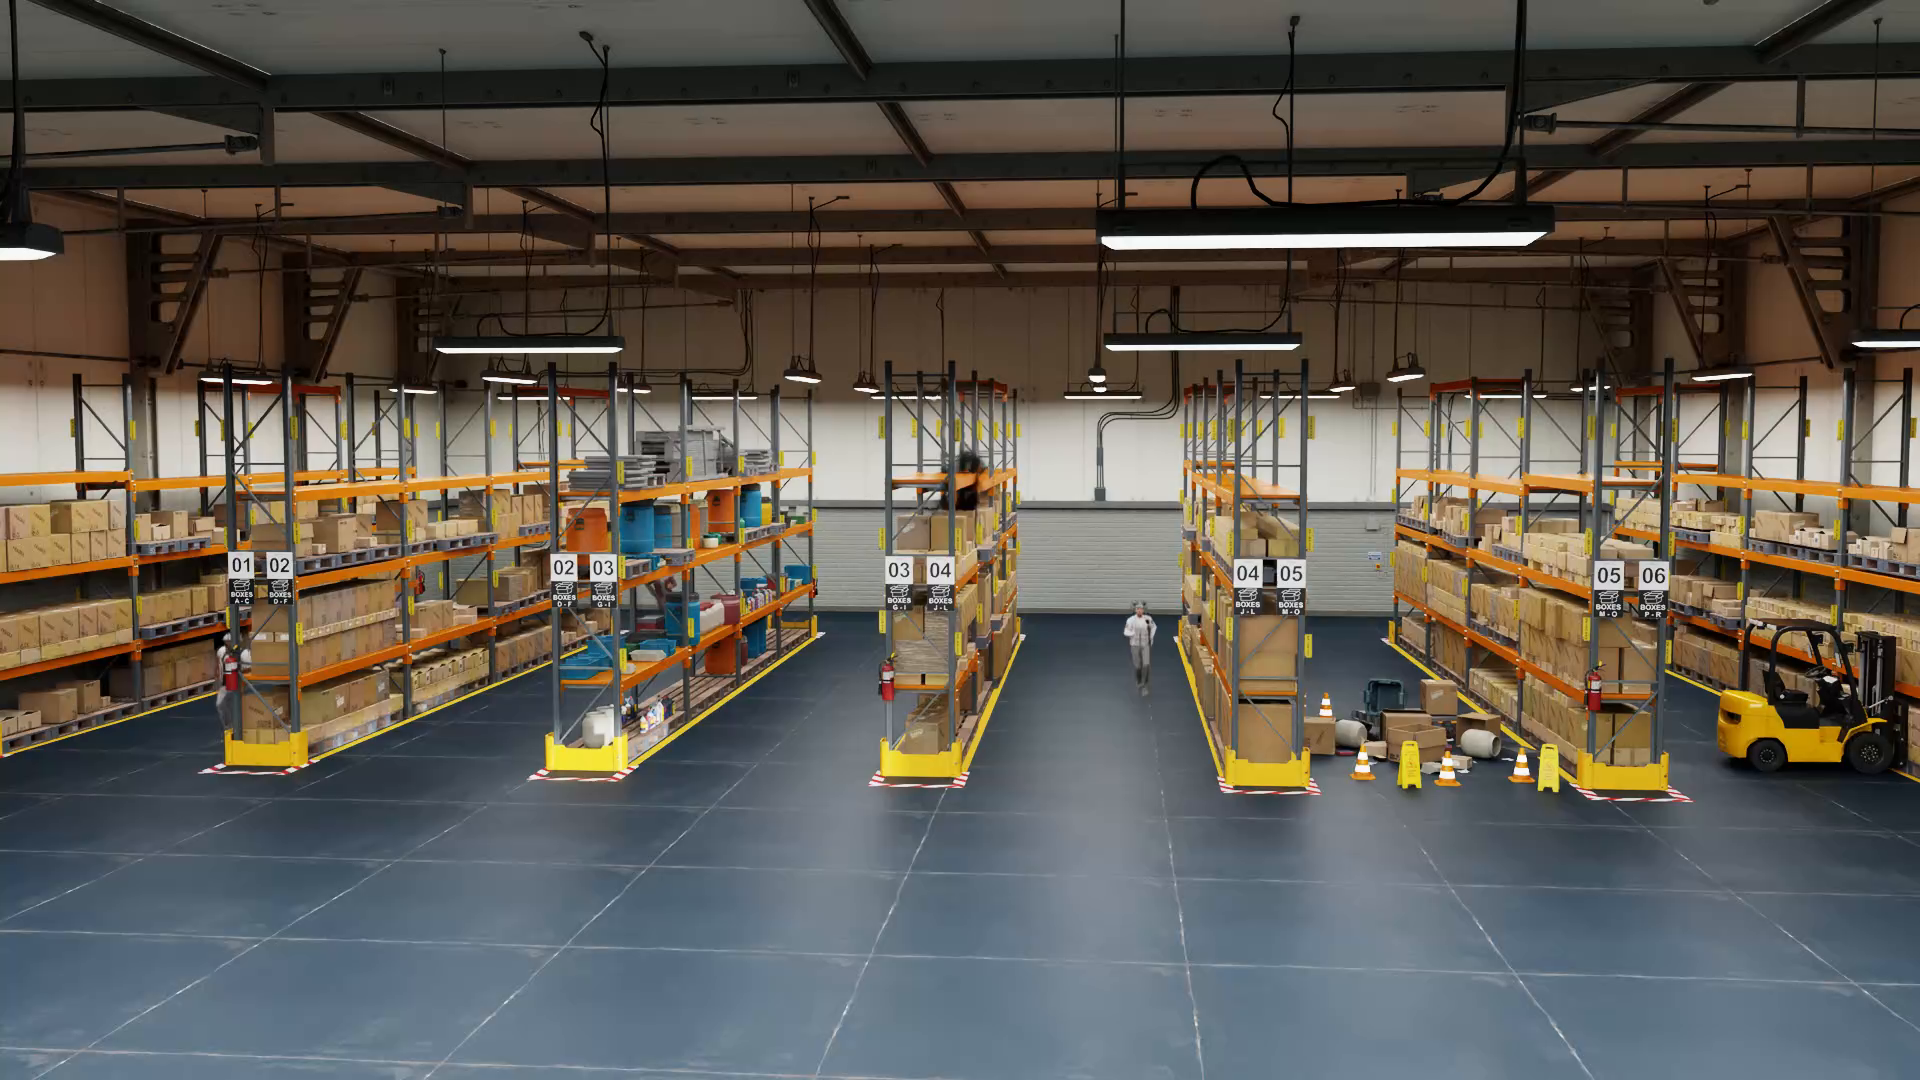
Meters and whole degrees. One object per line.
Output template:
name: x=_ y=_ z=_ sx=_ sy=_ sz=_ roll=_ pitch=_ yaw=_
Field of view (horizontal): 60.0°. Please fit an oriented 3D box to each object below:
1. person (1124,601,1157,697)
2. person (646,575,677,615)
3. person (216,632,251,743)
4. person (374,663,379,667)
person: x=3.296 y=1.967 z=30.415 sx=0.594 sy=1.723 sz=0.755 roll=0 pitch=4 yaw=6
person: x=-7.253 y=1.459 z=40.515 sx=0.714 sy=1.776 sz=0.970 roll=-2 pitch=4 yaw=-27
person: x=-11.735 y=2.364 z=26.867 sx=0.729 sy=1.785 sz=0.835 roll=0 pitch=4 yaw=4
person: x=-11.988 y=1.960 z=33.846 sx=0.558 sy=1.721 sz=0.758 roll=-1 pitch=4 yaw=-8
